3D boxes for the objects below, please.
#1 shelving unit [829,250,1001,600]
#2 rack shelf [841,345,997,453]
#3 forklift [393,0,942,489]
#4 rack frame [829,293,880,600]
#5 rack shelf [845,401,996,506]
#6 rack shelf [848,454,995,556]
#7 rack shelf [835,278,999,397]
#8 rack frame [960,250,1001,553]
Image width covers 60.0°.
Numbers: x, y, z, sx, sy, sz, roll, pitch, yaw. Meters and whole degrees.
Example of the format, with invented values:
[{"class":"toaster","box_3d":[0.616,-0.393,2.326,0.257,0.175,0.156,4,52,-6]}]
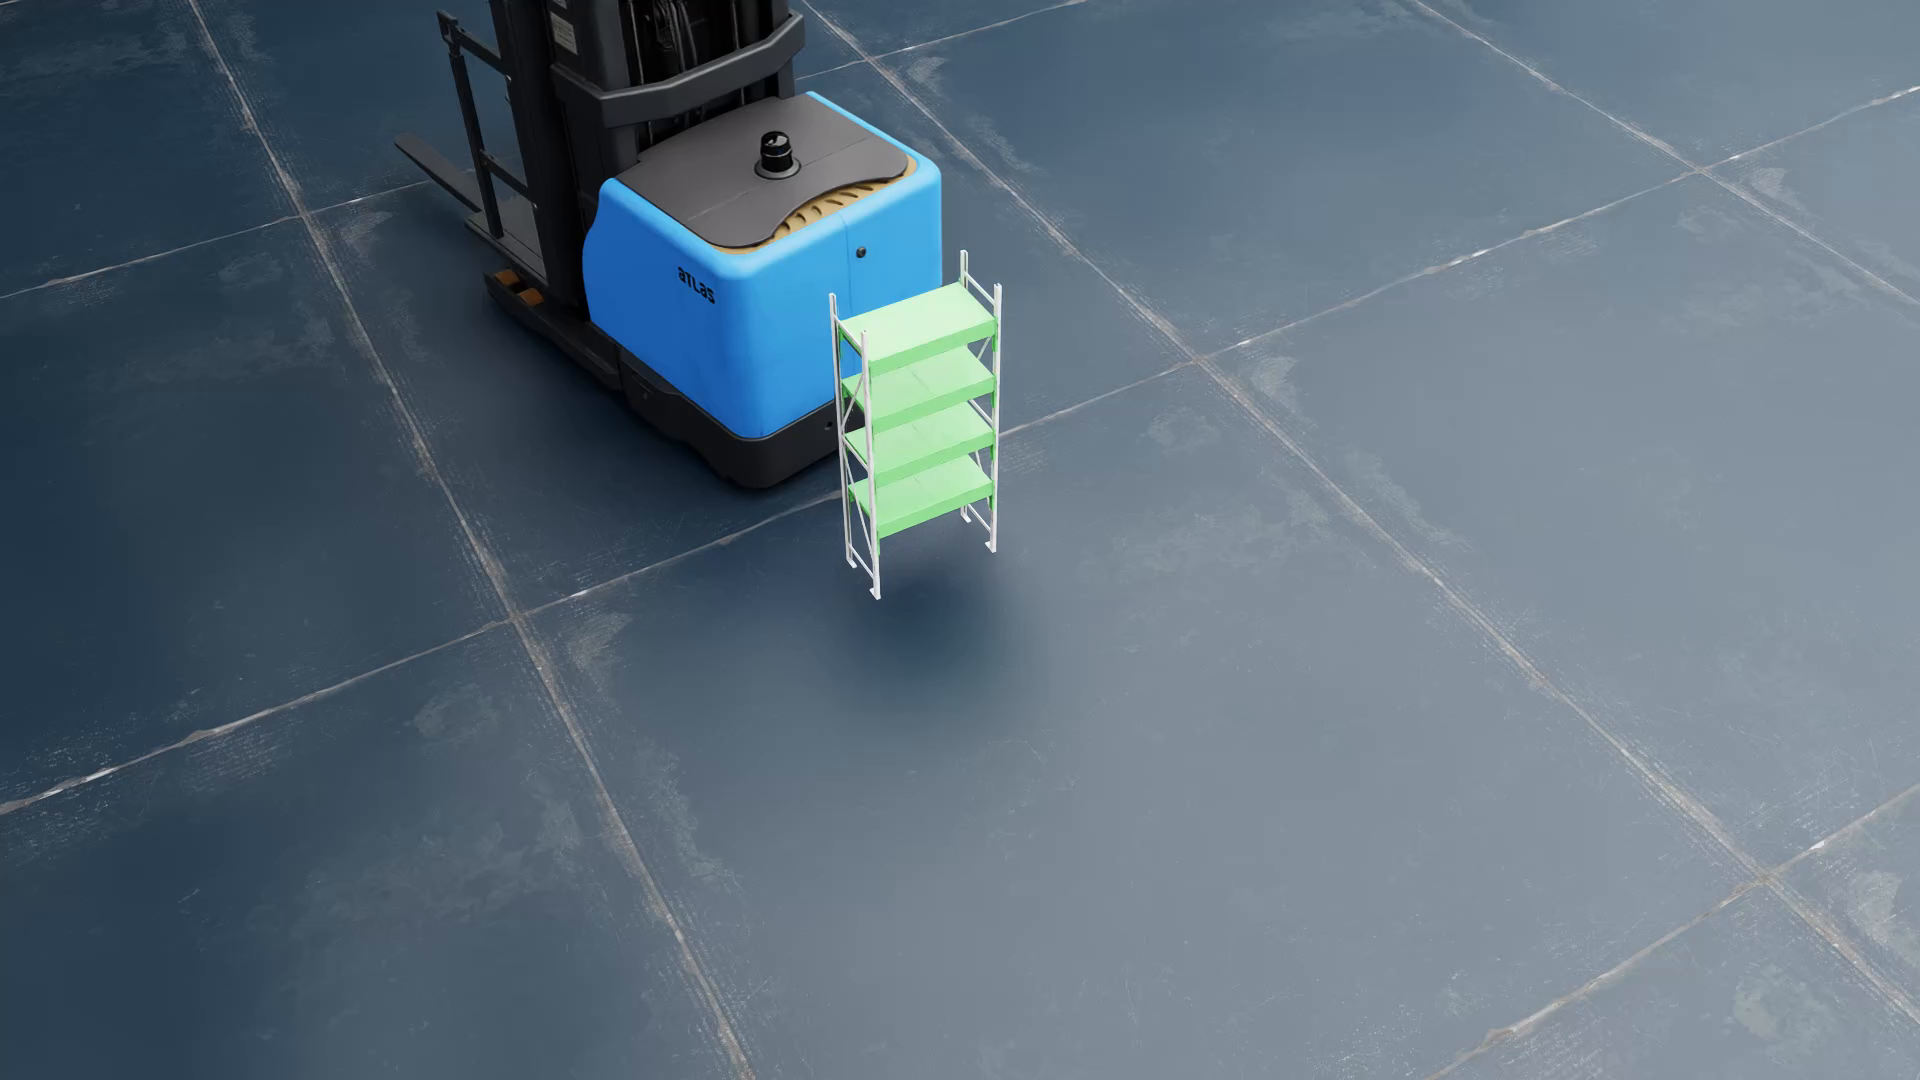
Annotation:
[{"class":"shelving unit","box_3d":[-0.144,-0.373,5.773,0.503,1.200,0.258,-22,48,-21]},{"class":"rack shelf","box_3d":[-0.144,-0.500,5.650,0.480,0.148,0.258,-22,48,-21]},{"class":"forklift","box_3d":[-1.423,-2.187,6.399,1.130,2.935,3.031,-33,53,-29]},{"class":"rack frame","box_3d":[-0.355,-0.288,5.686,0.015,1.200,0.240,-22,48,-21]},{"class":"rack shelf","box_3d":[-0.144,-0.327,5.817,0.480,0.148,0.258,-22,48,-21]},{"class":"rack shelf","box_3d":[-0.144,-0.155,5.985,0.480,0.148,0.258,-22,48,-21]},{"class":"rack shelf","box_3d":[-0.144,-0.672,5.483,0.480,0.148,0.258,-22,48,-21]},{"class":"rack frame","box_3d":[0.068,-0.458,5.860,0.015,1.200,0.240,-22,48,-21]}]
